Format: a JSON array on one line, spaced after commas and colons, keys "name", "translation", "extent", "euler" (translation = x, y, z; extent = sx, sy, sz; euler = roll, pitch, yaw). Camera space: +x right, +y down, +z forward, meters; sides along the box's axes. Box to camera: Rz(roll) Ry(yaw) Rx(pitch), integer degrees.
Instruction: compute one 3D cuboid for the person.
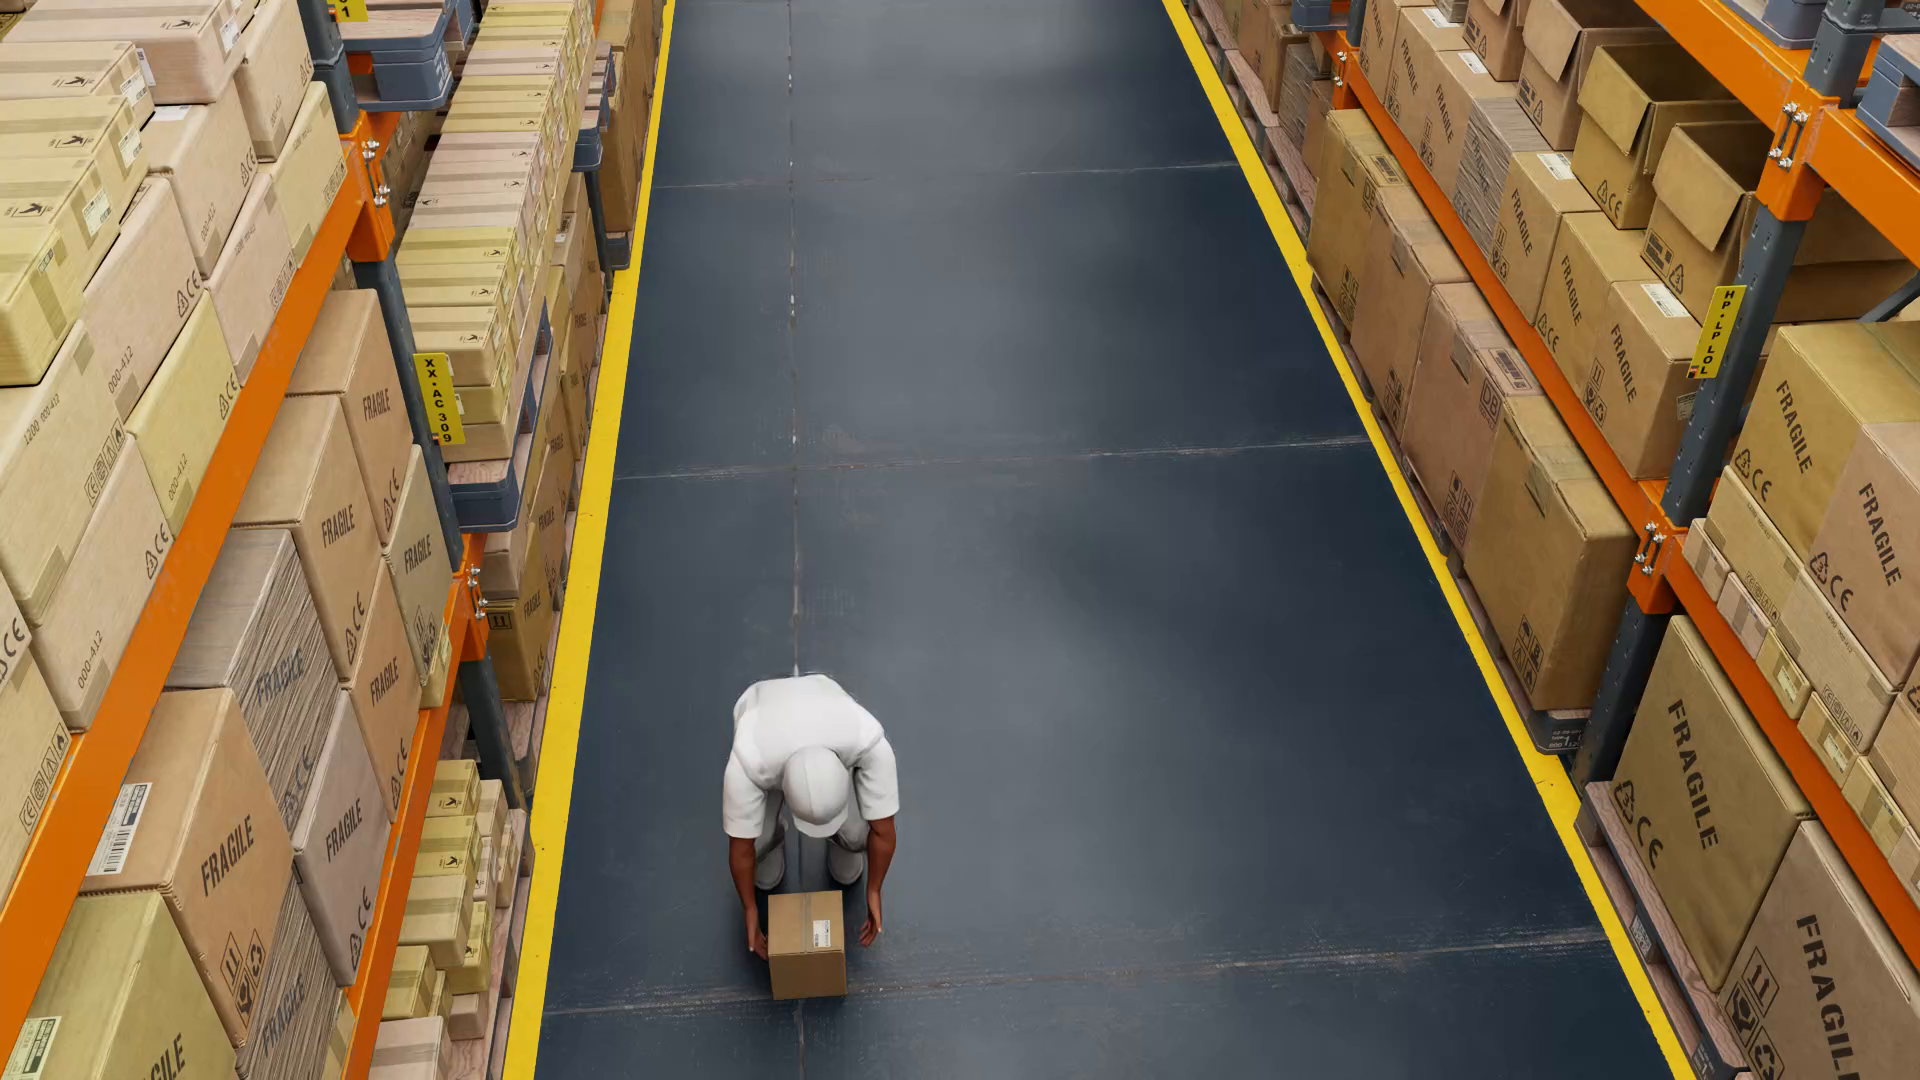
[{"name": "person", "translation": [-0.509, 0.866, 5.696], "extent": [0.580, 0.975, 0.897], "euler": [-3, 39, -4]}]
